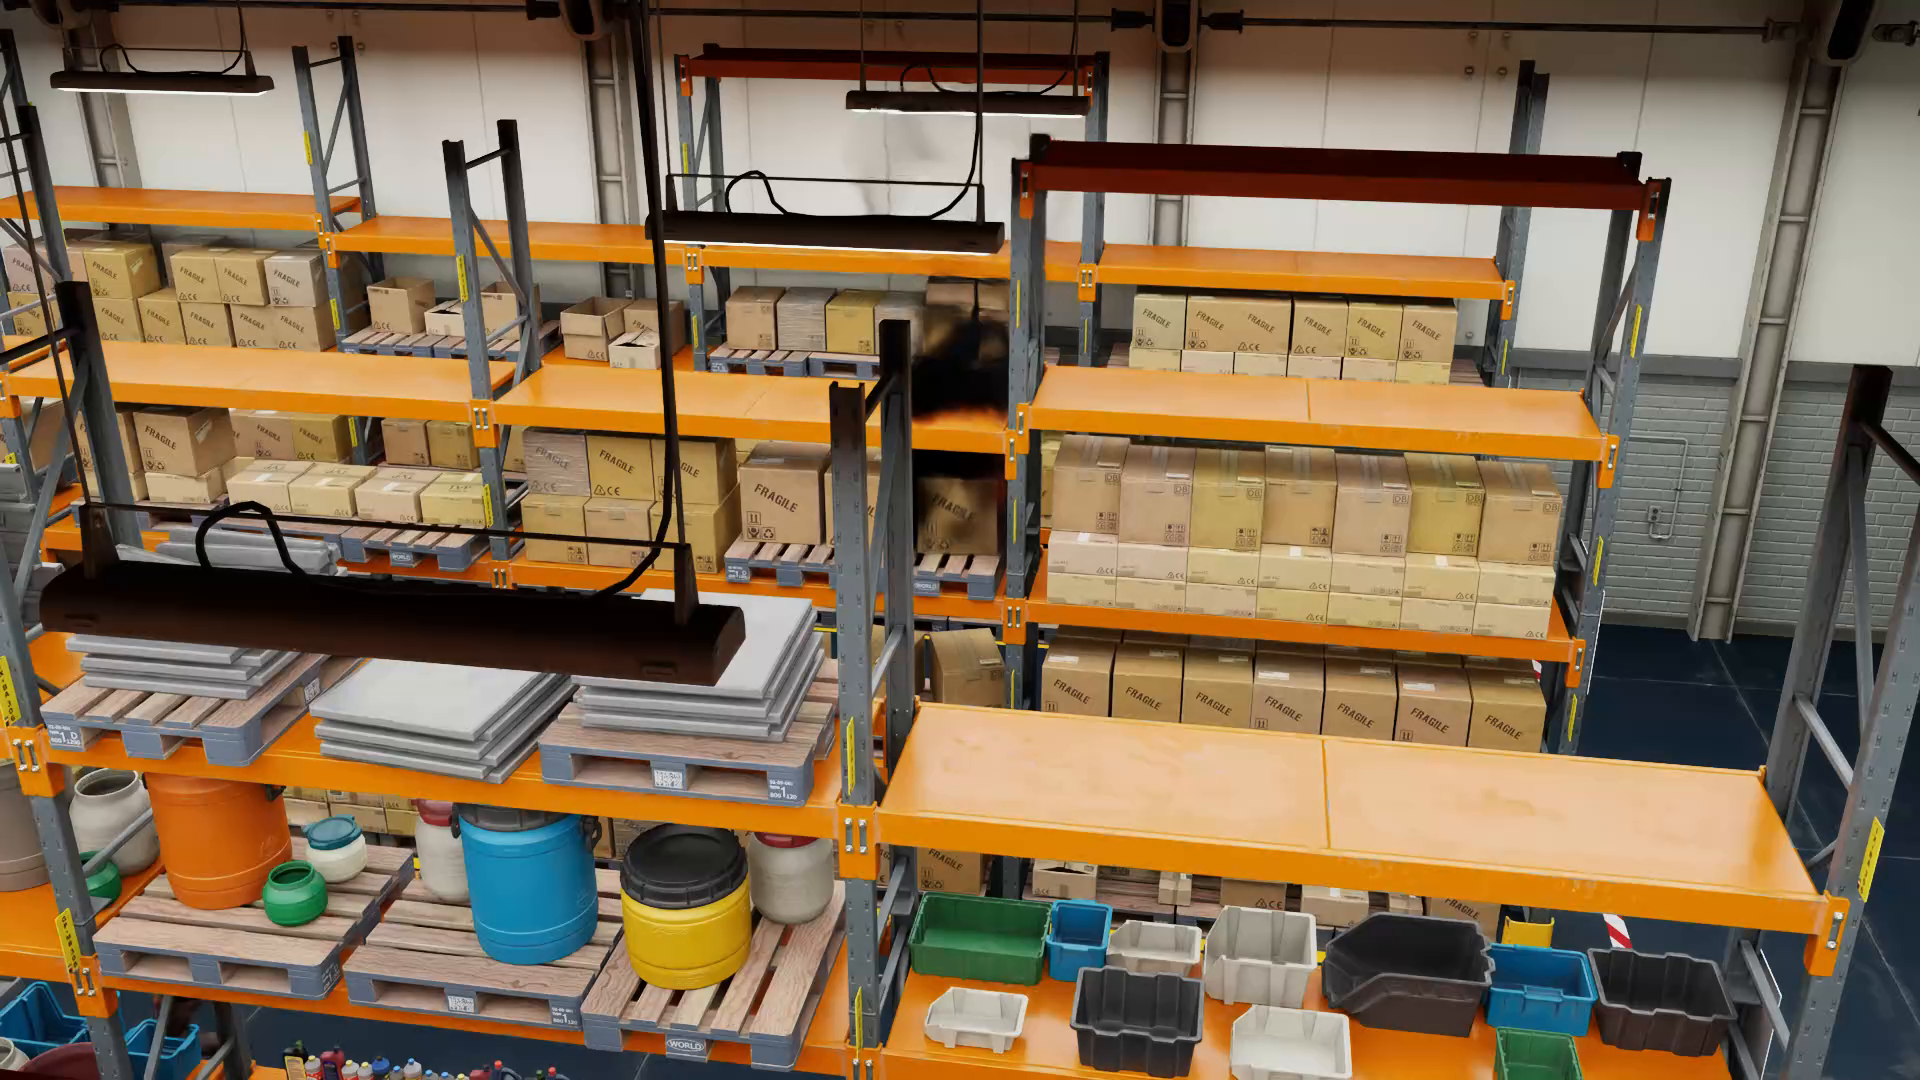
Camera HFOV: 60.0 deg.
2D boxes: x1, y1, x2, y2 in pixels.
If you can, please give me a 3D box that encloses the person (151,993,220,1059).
[{"bbox_3d":[-5.164,2.995,11.199,0.640,1.681,0.687,2,23,5],"label":"person"}]
